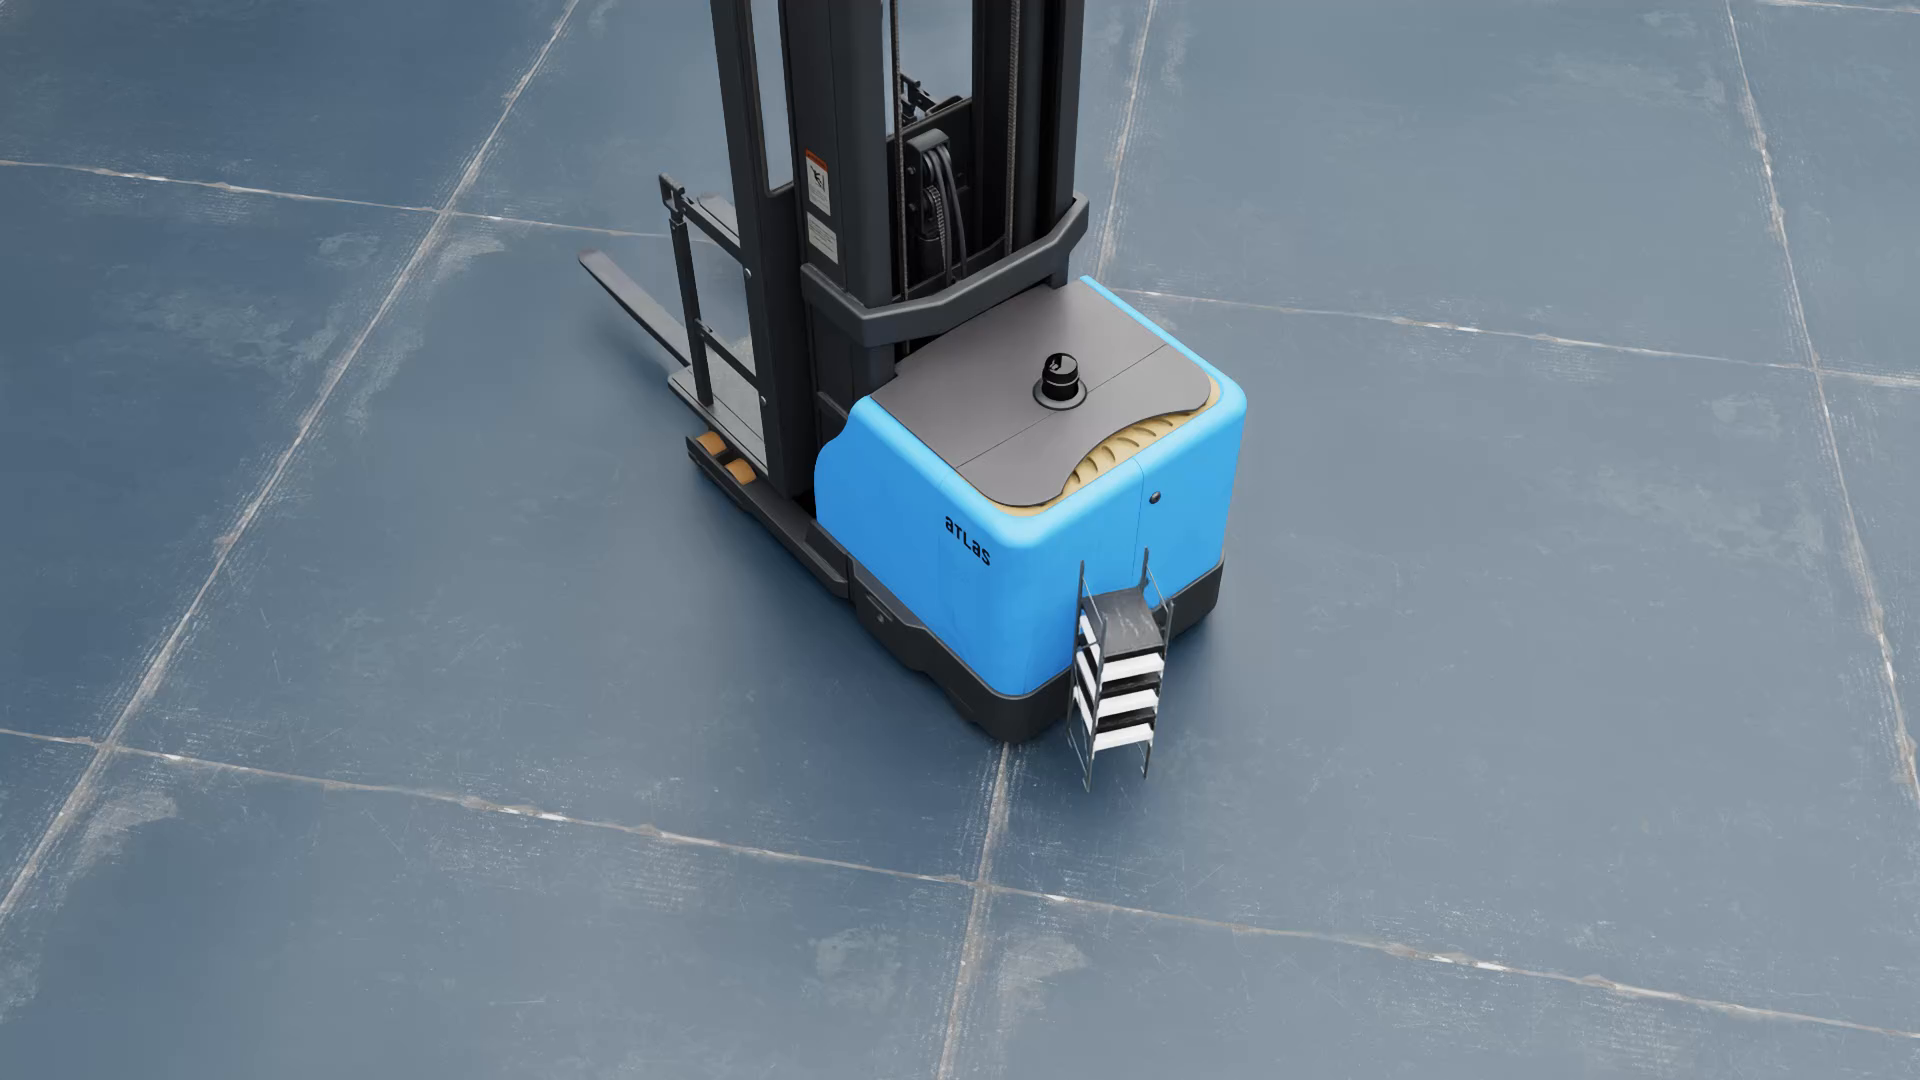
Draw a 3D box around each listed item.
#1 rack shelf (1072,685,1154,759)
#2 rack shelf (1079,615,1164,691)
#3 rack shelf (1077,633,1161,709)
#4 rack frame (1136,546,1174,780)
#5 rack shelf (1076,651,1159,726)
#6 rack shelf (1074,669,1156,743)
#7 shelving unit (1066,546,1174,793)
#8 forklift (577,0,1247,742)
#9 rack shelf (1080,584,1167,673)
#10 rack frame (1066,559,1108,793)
[{"bbox_3d":[0.492,0.572,5.416,0.200,0.077,0.258,-11,49,-10],"label":"rack shelf"},{"bbox_3d":[0.493,0.329,5.150,0.200,0.077,0.258,-11,49,-10],"label":"rack shelf"},{"bbox_3d":[0.493,0.390,5.217,0.200,0.077,0.258,-11,49,-10],"label":"rack shelf"},{"bbox_3d":[0.591,0.409,5.276,0.006,0.900,0.240,-11,49,-10],"label":"rack frame"},{"bbox_3d":[0.492,0.450,5.283,0.200,0.077,0.258,-11,49,-10],"label":"rack shelf"},{"bbox_3d":[0.492,0.511,5.350,0.200,0.077,0.258,-11,49,-10],"label":"rack shelf"},{"bbox_3d":[0.493,0.428,5.259,0.210,0.900,0.258,-11,49,-10],"label":"shelving unit"},{"bbox_3d":[-0.402,-1.341,5.484,1.130,2.935,3.031,-32,55,-25],"label":"forklift"},{"bbox_3d":[0.493,0.268,5.084,0.200,0.077,0.258,-11,49,-10],"label":"rack shelf"},{"bbox_3d":[0.394,0.447,5.241,0.006,0.900,0.240,-11,49,-10],"label":"rack frame"}]
